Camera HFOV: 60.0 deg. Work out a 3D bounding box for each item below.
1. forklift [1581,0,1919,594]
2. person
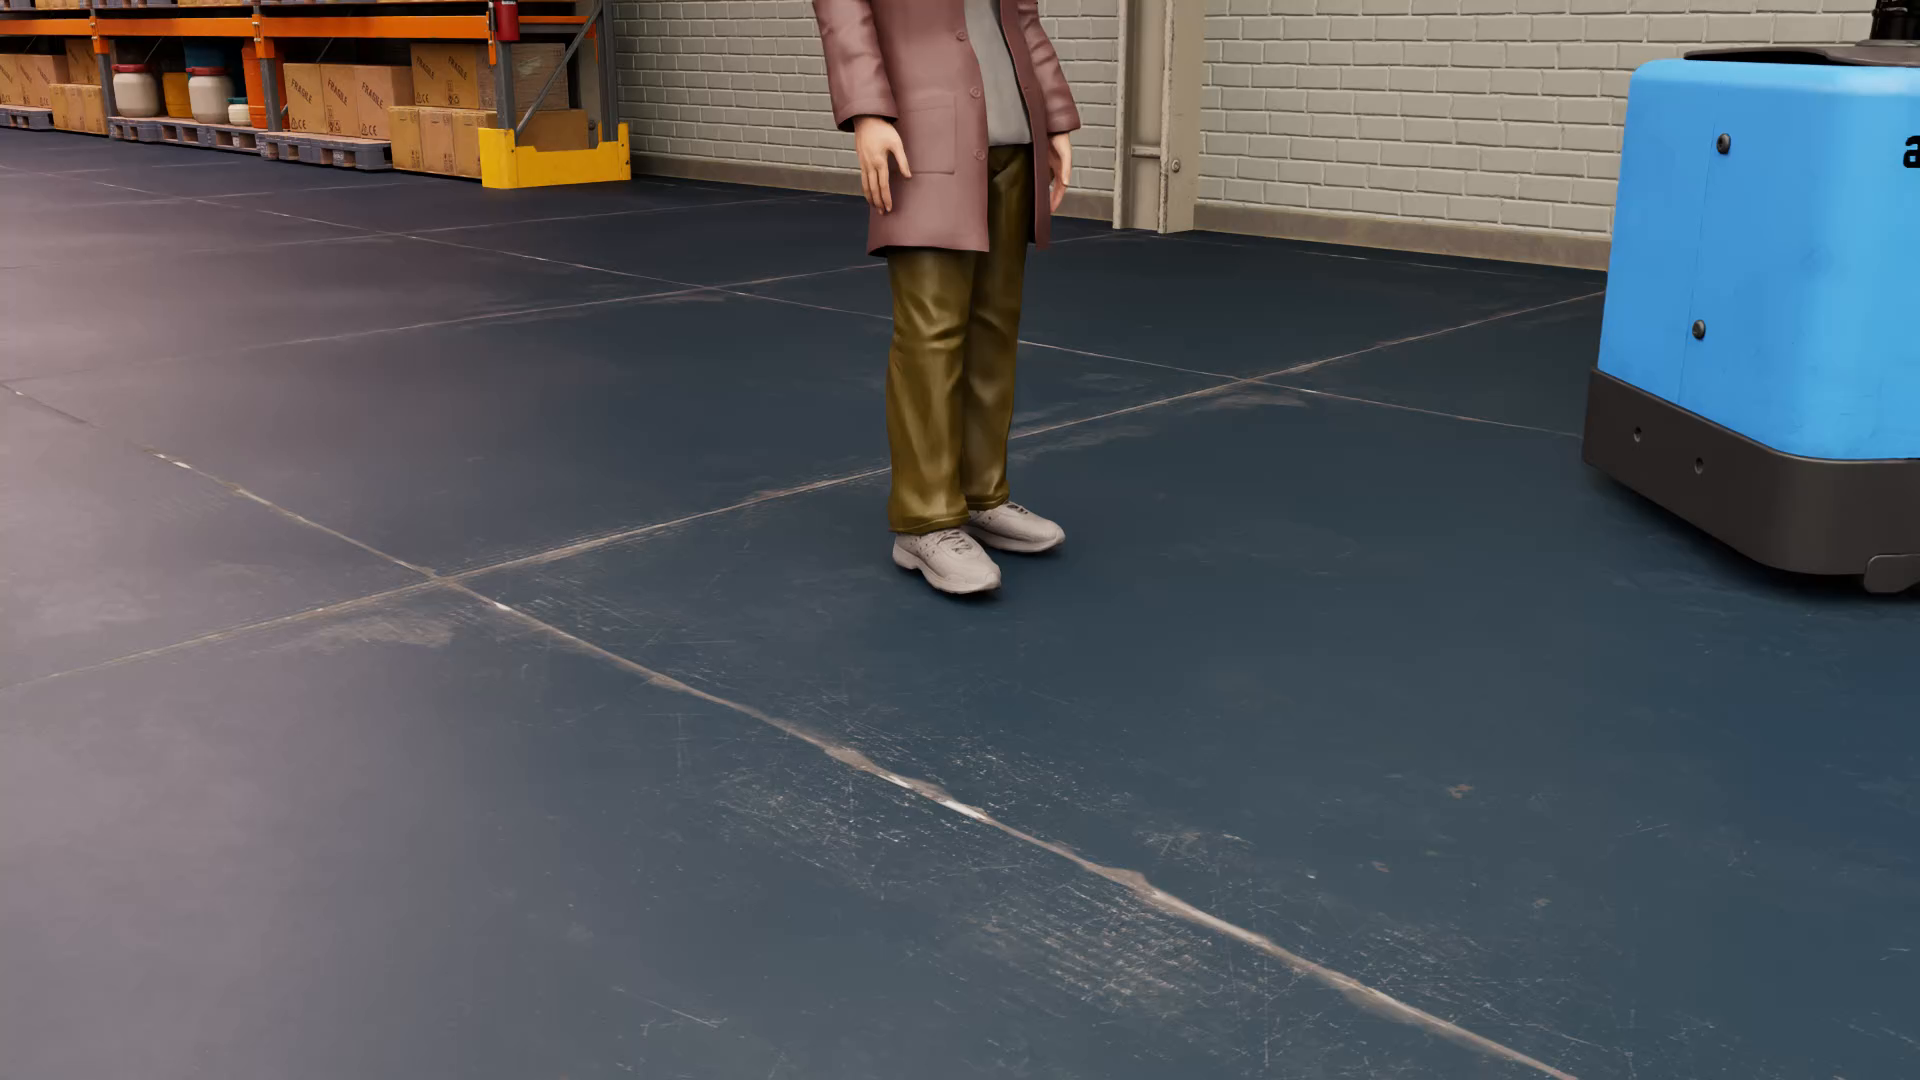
[{"bbox_3d":[3.157,-1.441,3.595,3.031,2.935,1.130,-1,17,-4],"label":"forklift"},{"bbox_3d":[0.063,-0.836,3.566,0.579,1.778,0.696,16,23,42],"label":"person"}]
